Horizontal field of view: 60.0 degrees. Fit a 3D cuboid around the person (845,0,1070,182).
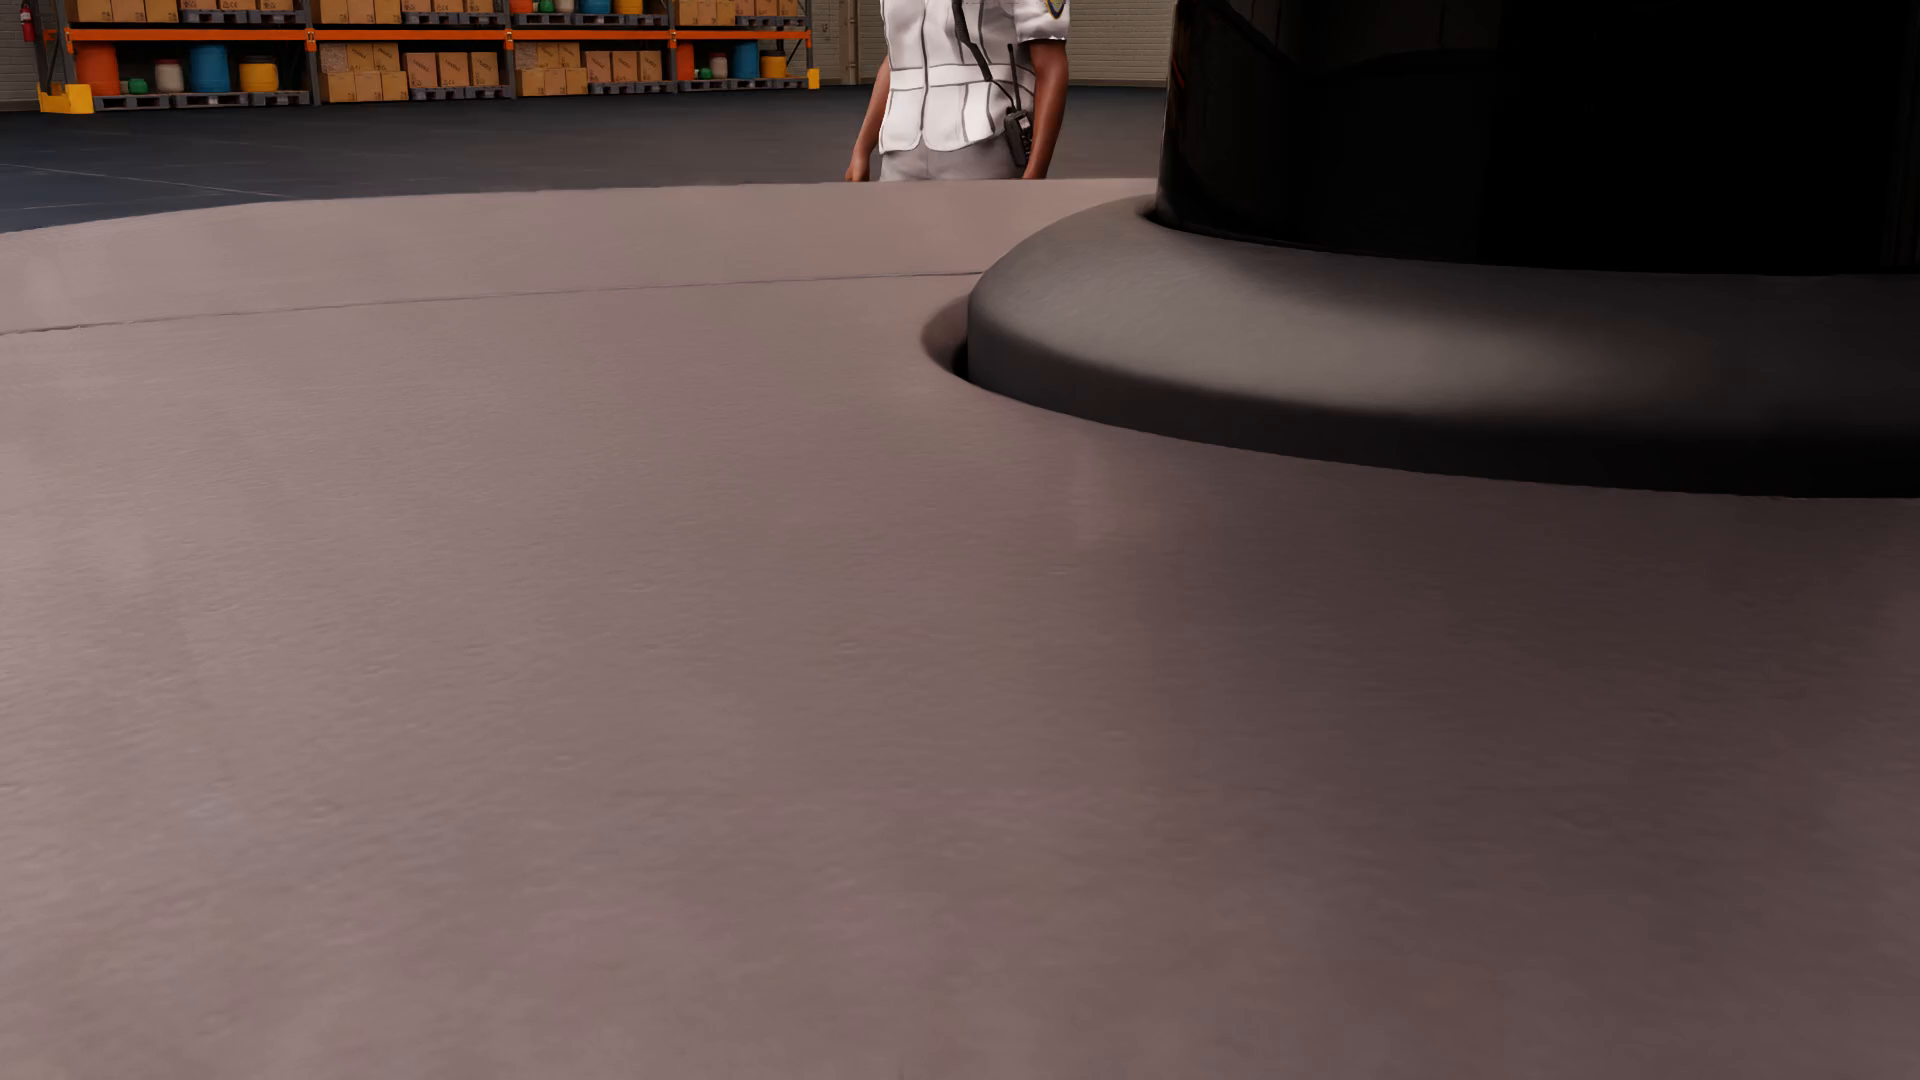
[{"bbox_3d":[-0.063,-0.805,3.650,0.570,1.697,0.528,13,21,37],"label":"person"}]
